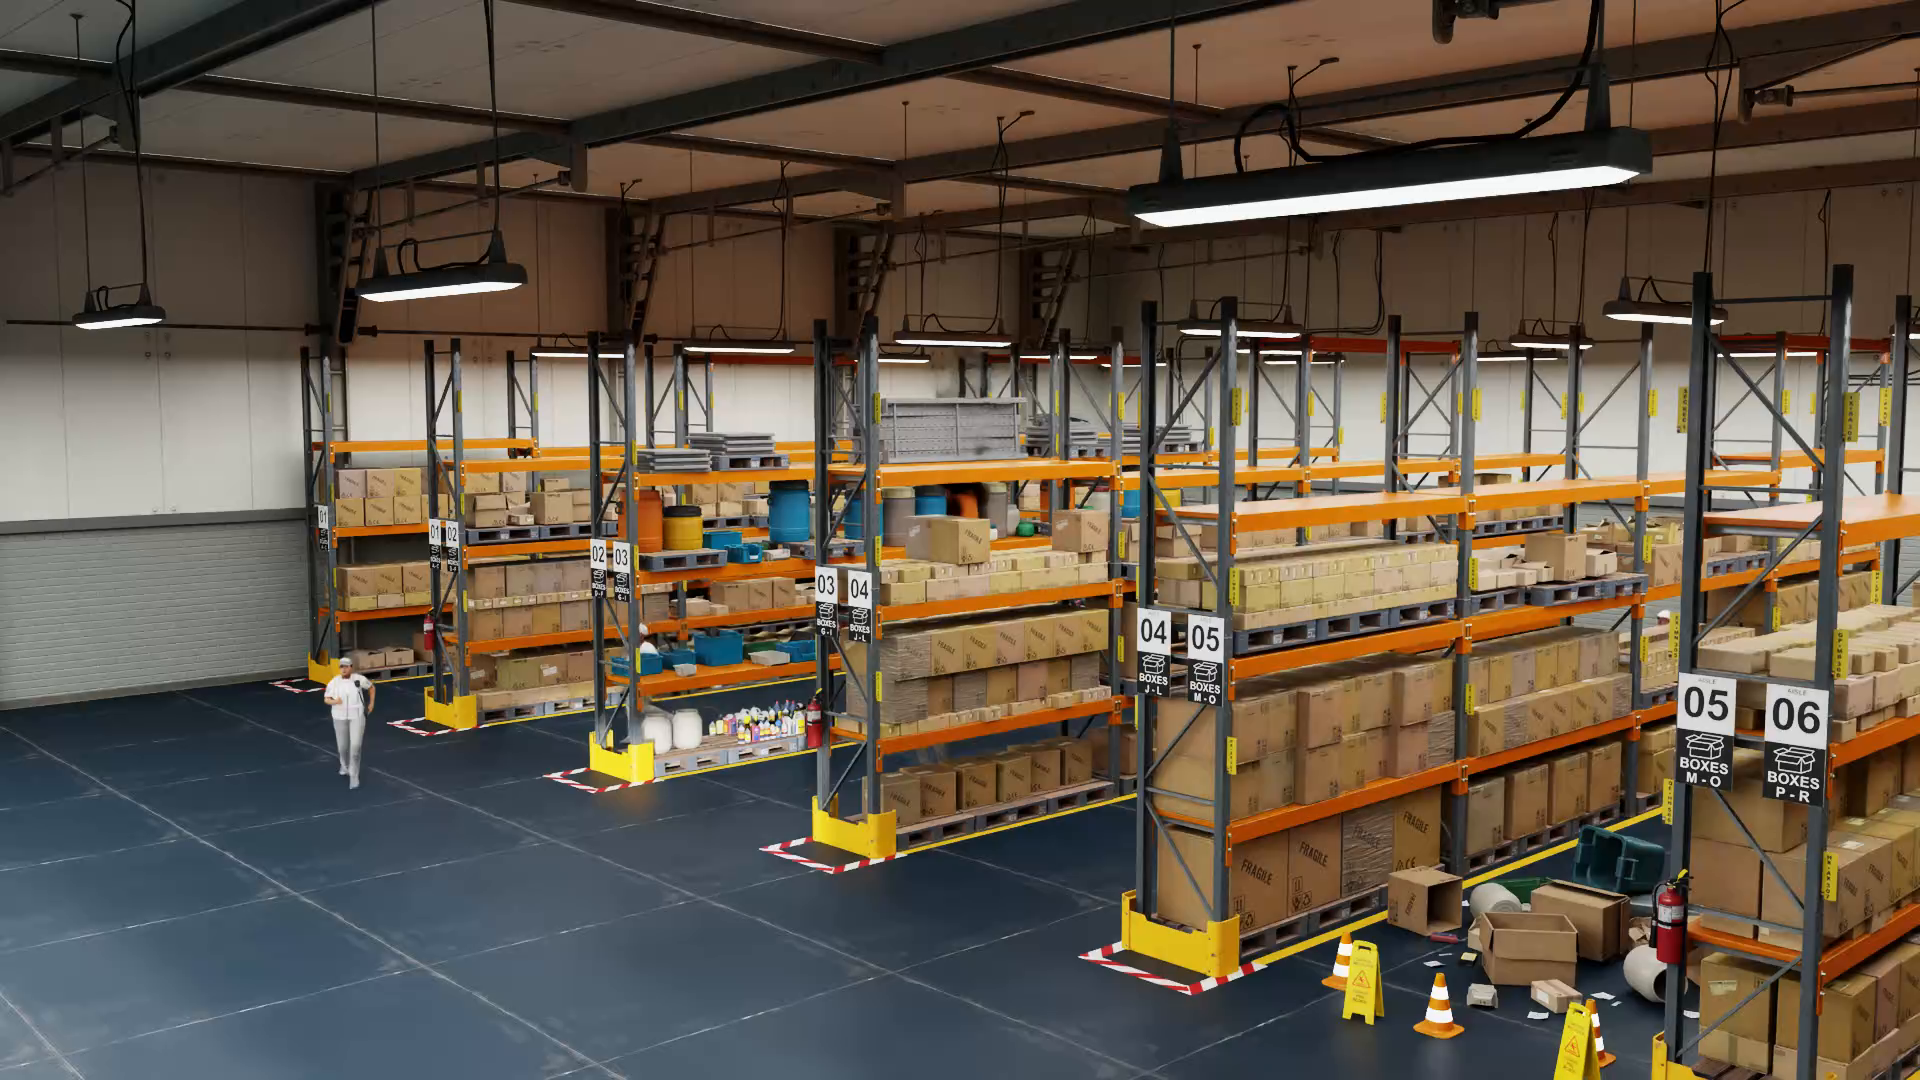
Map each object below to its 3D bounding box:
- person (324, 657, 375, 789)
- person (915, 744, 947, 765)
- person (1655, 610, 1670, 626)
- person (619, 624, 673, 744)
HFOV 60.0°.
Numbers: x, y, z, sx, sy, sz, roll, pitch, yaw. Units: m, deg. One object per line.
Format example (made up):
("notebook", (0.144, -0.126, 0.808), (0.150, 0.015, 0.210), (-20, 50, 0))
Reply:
("person", (-8.131, 2.403, 22.135), (0.608, 1.689, 0.894), (-1, 5, -12))
("person", (-0.406, 2.378, 22.361), (0.603, 1.751, 0.606), (4, 7, 39))
("person", (11.073, 2.001, 26.023), (0.895, 1.829, 0.664), (-3, 6, -33))
("person", (-4.695, 2.124, 24.765), (0.872, 1.765, 0.711), (-5, 7, -44))
